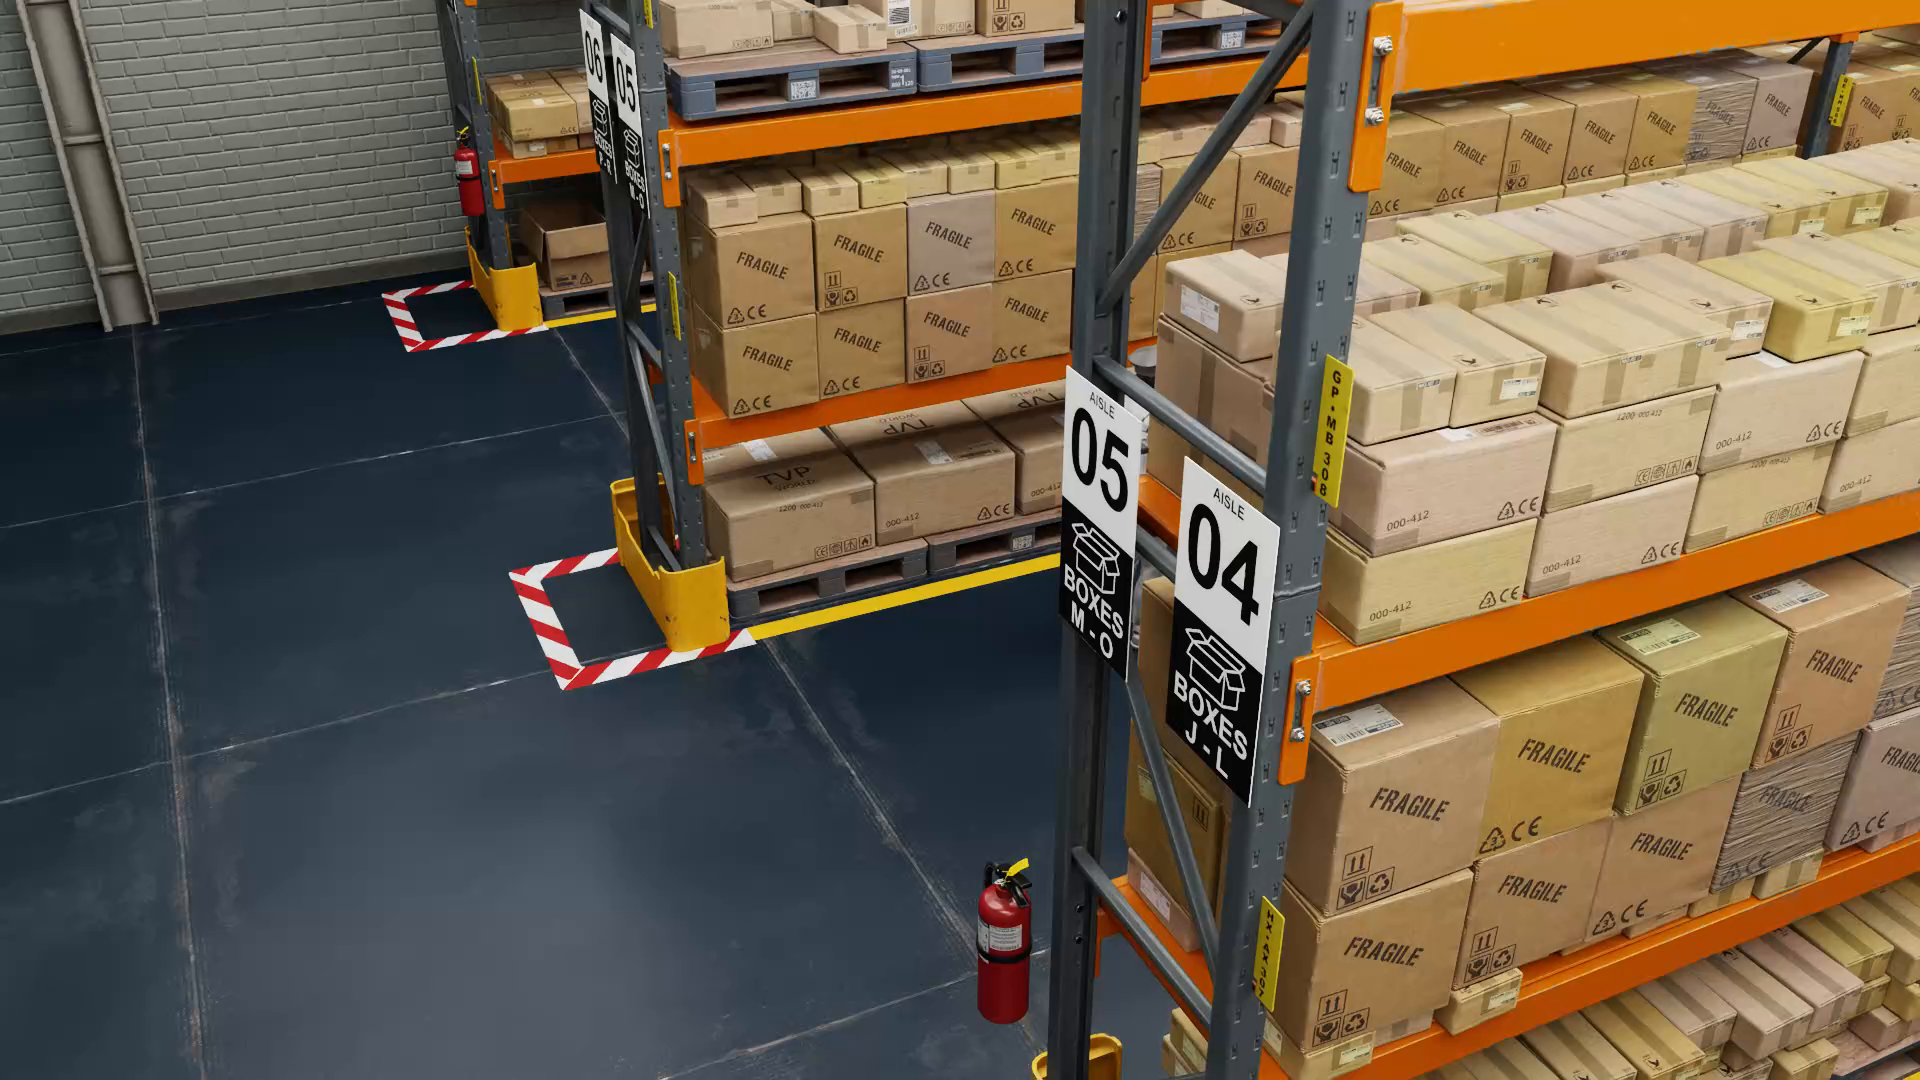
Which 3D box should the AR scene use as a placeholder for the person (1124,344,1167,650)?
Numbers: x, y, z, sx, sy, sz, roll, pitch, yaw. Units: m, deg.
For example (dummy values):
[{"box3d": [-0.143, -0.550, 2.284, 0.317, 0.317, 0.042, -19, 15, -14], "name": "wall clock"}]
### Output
[{"box3d": [0.960, -0.224, 8.835, 0.375, 1.664, 0.546, -15, 33, -25], "name": "person"}]
